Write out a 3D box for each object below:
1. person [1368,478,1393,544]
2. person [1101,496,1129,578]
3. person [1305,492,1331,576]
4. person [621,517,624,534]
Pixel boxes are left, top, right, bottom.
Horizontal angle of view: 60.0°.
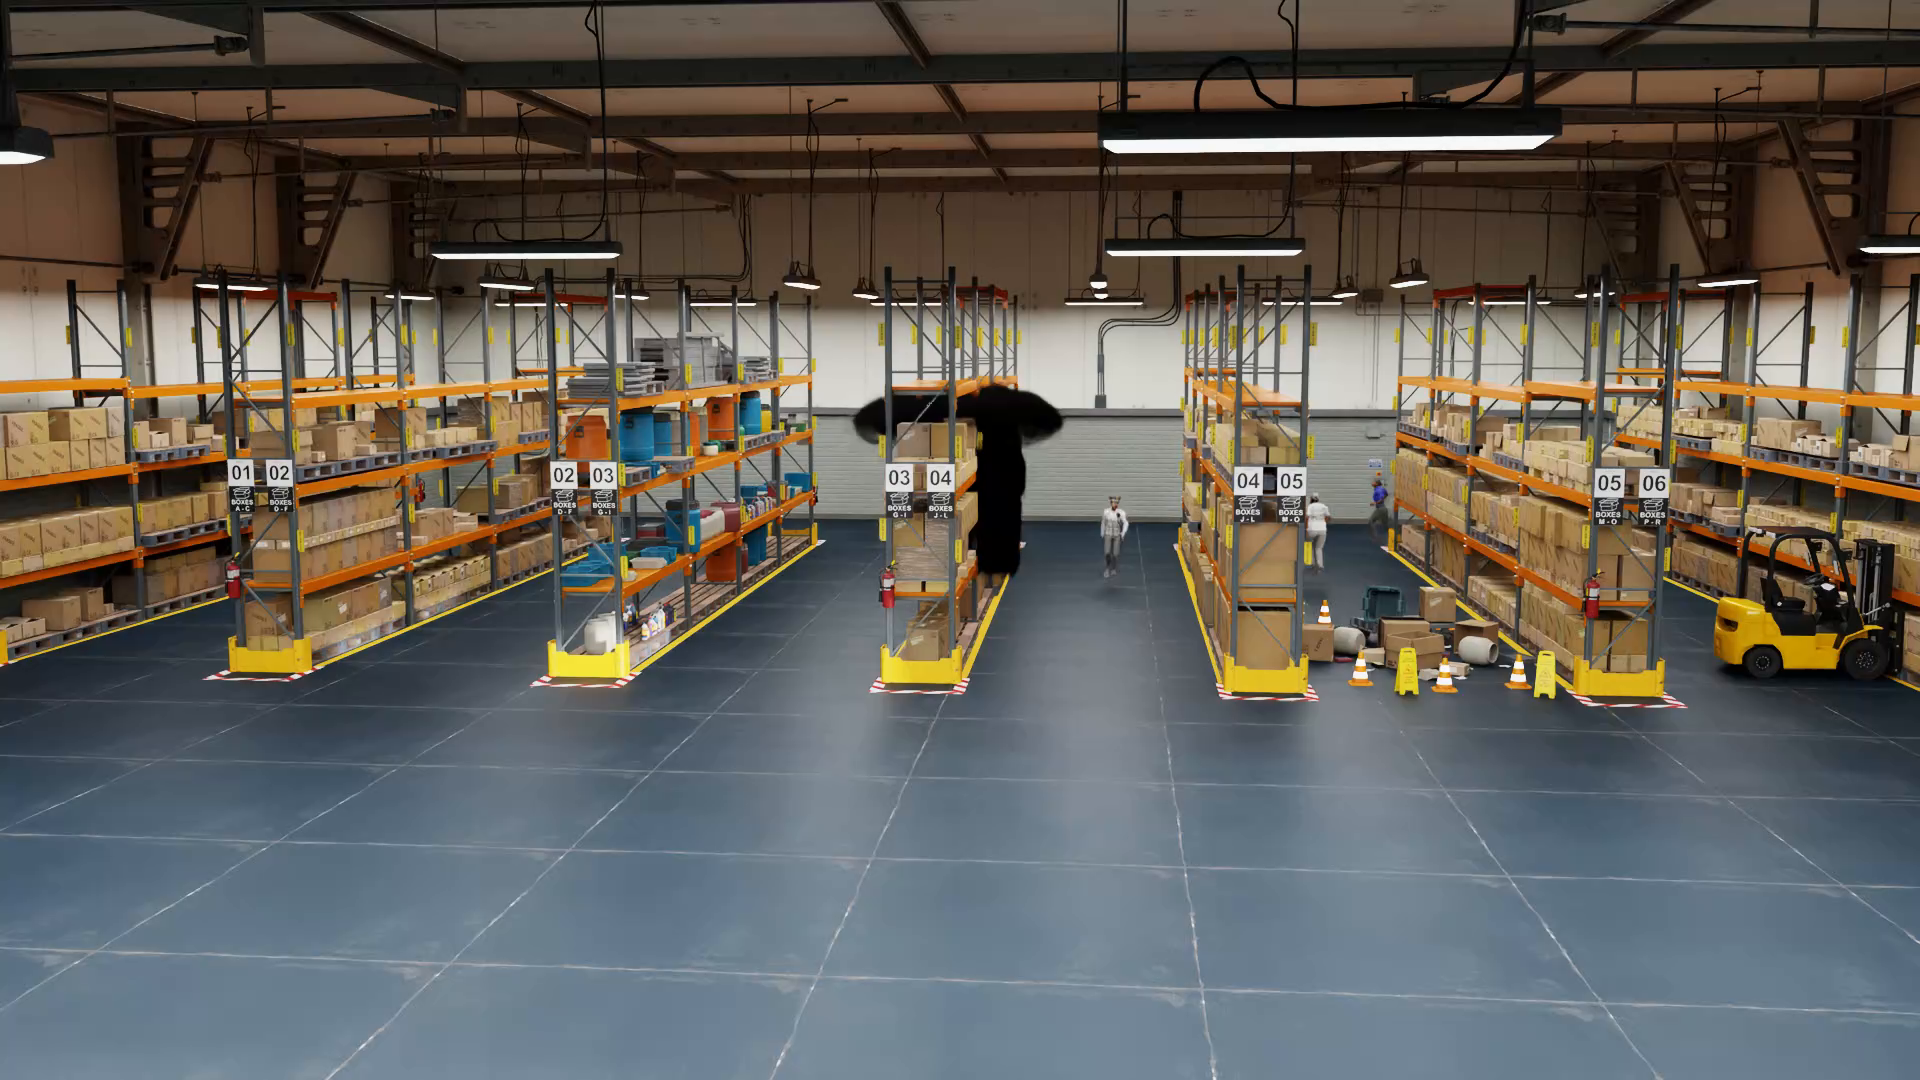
[{"bbox_3d":[10.296,-0.669,40.362,0.746,1.658,0.612,2,7,15],"label":"person"},{"bbox_3d":[3.066,-0.064,33.012,0.589,1.652,0.757,1,7,9],"label":"person"},{"bbox_3d":[7.230,-0.116,33.622,0.598,1.671,0.696,0,7,-4],"label":"person"},{"bbox_3d":[-9.067,-0.999,42.861,1.032,1.639,0.619,3,8,24],"label":"person"}]
